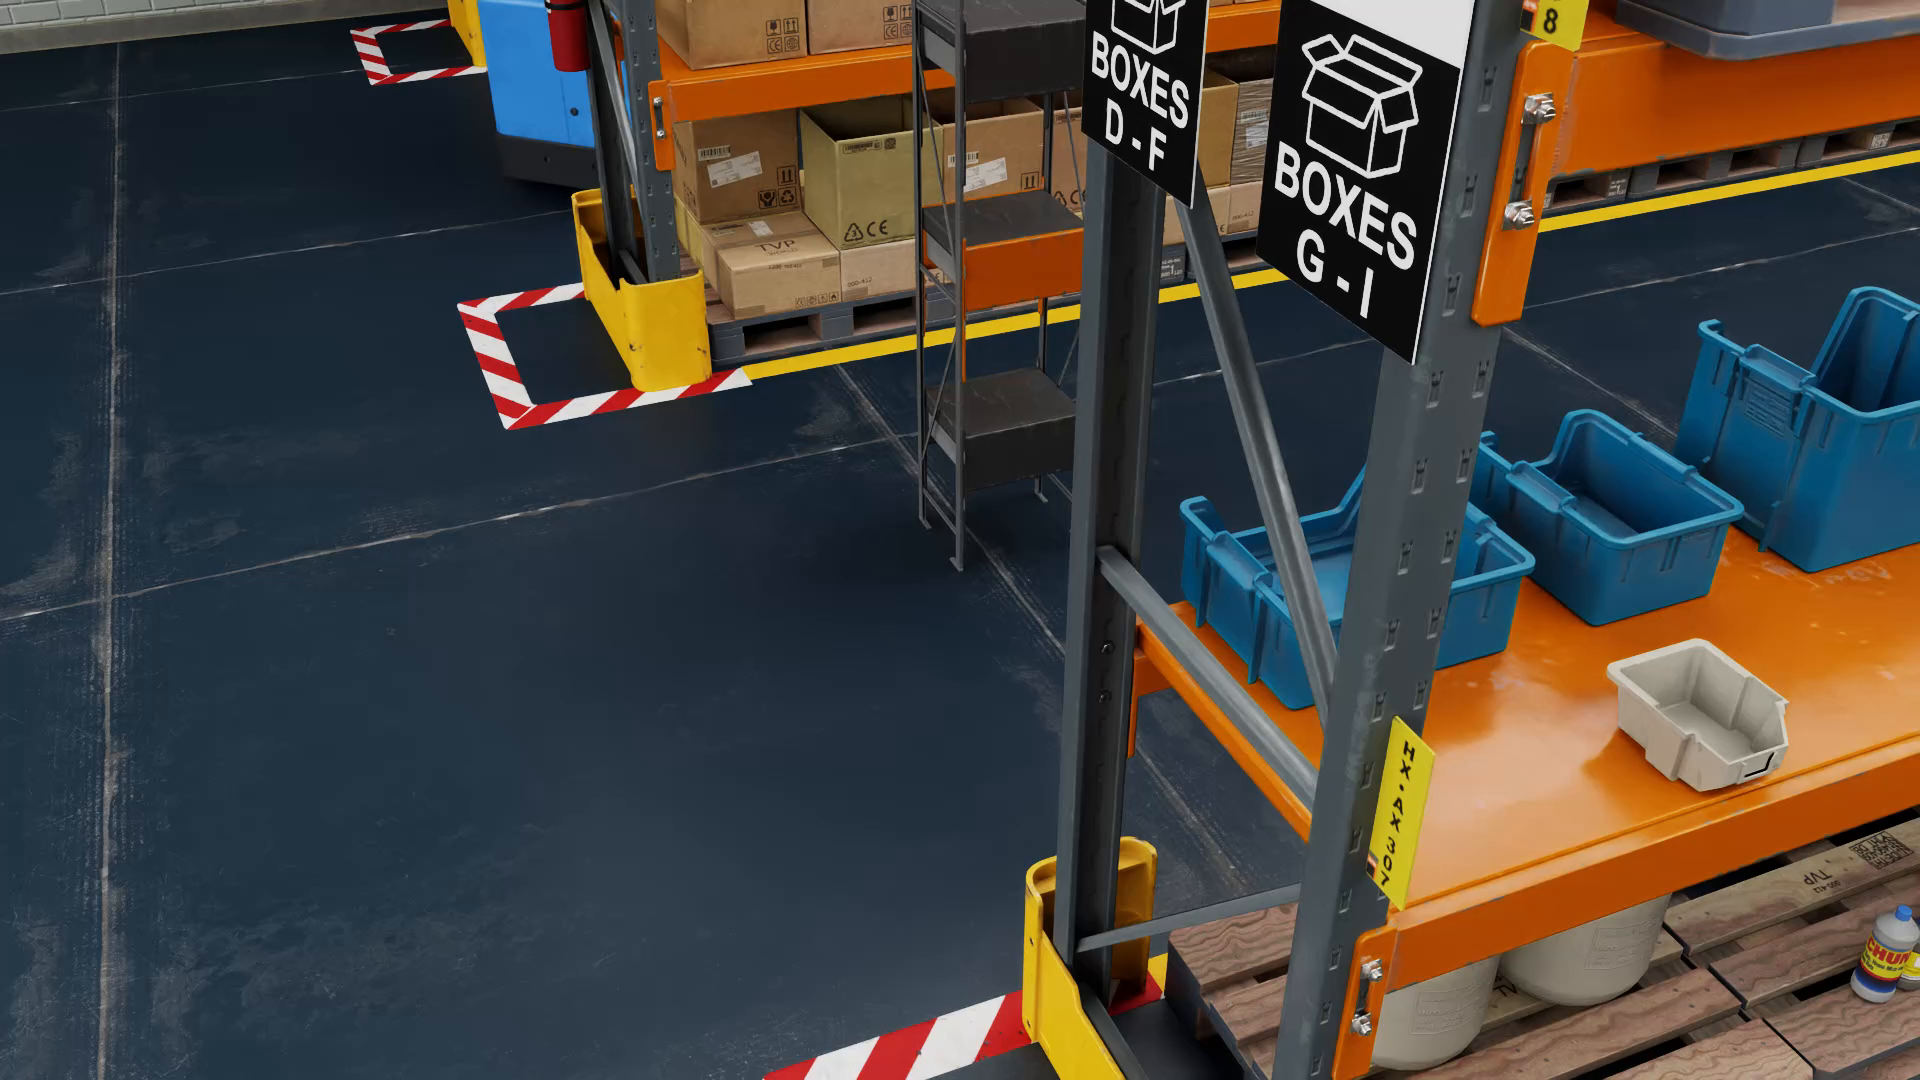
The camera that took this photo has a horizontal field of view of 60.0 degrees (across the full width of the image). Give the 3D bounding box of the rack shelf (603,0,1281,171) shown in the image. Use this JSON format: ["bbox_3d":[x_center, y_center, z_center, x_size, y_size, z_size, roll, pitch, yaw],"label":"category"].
[{"bbox_3d":[0.404,-2.345,7.764,4.000,0.370,1.077,-13,35,-19],"label":"rack shelf"}]

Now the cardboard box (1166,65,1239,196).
[{"bbox_3d":[0.980,-1.992,8.010,0.500,0.500,0.500,-13,35,-19],"label":"cardboard box"}]

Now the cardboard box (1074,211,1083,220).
[{"bbox_3d":[0.524,-1.565,8.041,0.500,0.250,0.500,-13,35,-19],"label":"cardboard box"}]

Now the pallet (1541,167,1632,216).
[{"bbox_3d":[2.912,-2.075,9.246,1.213,0.211,1.003,-13,35,-19],"label":"pallet"}]

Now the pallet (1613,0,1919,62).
[{"bbox_3d":[1.275,-1.037,2.516,1.213,0.211,1.003,-13,35,-19],"label":"pallet"}]

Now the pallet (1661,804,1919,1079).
[{"bbox_3d":[2.400,0.972,4.563,1.213,0.211,1.003,-13,35,-19],"label":"pallet"}]

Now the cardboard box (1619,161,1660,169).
[{"bbox_3d":[3.664,-2.271,9.126,0.500,0.250,0.500,-14,36,-20],"label":"cardboard box"}]

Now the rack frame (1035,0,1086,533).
[{"bbox_3d":[0.378,-0.967,5.810,0.015,2.100,0.400,-13,35,-19],"label":"rack frame"}]

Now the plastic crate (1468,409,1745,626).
[{"bbox_3d":[1.421,-0.061,3.730,0.408,0.251,0.499,-13,35,-19],"label":"plastic crate"}]

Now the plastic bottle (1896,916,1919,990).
[{"bbox_3d":[2.362,1.008,4.113,0.097,0.201,0.097,0,33,0],"label":"plastic bottle"}]

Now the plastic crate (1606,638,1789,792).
[{"bbox_3d":[1.424,0.350,3.203,0.250,0.136,0.298,-13,35,-19],"label":"plastic crate"}]

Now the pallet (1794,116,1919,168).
[{"bbox_3d":[5.162,-2.591,10.038,1.213,0.211,1.003,-13,35,-19],"label":"pallet"}]

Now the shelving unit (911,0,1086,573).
[{"bbox_3d":[0.153,-0.915,5.731,0.503,2.100,0.431,-13,35,-19],"label":"shelving unit"}]

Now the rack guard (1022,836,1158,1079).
[{"bbox_3d":[0.526,1.275,3.832,0.348,0.500,1.175,-13,35,-19],"label":"rack guard"}]

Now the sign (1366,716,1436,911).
[{"bbox_3d":[0.683,0.429,2.587,0.005,0.325,0.100,-13,35,-19],"label":"sign"}]

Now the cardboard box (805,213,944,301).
[{"bbox_3d":[-0.400,-1.357,7.721,0.500,0.250,0.500,-13,35,-19],"label":"cardboard box"}]

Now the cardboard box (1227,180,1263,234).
[{"bbox_3d":[1.440,-1.784,8.378,0.500,0.250,0.500,-13,35,-19],"label":"cardboard box"}]

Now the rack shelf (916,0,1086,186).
[{"bbox_3d":[0.153,-1.490,5.357,0.480,0.518,0.431,-13,35,-19],"label":"rack shelf"}]

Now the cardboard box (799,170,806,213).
[{"bbox_3d":[-0.604,-1.621,8.128,0.500,0.250,0.500,-13,35,-19],"label":"cardboard box"}]

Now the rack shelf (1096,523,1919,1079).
[{"bbox_3d":[2.318,0.146,3.934,4.000,0.370,1.077,-13,35,-19],"label":"rack shelf"}]

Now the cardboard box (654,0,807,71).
[{"bbox_3d":[-1.005,-2.359,7.033,0.500,0.500,0.700,-13,35,-19],"label":"cardboard box"}]

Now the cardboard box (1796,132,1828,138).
[{"bbox_3d":[4.607,-2.488,9.460,0.500,0.250,0.500,-12,35,-18],"label":"cardboard box"}]

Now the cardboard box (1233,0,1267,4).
[{"bbox_3d":[1.358,-2.900,7.864,0.500,0.500,0.700,-13,35,-19],"label":"cardboard box"}]

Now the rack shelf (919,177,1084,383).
[{"bbox_3d":[0.153,-0.904,5.738,0.480,0.518,0.431,-13,35,-19],"label":"rack shelf"}]

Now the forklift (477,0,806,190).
[{"bbox_3d":[-1.545,-3.859,9.493,1.130,2.935,3.031,12,35,18],"label":"forklift"}]

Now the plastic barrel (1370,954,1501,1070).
[{"bbox_3d":[1.051,0.956,3.926,0.421,0.512,0.421,0,33,0],"label":"plastic barrel"}]

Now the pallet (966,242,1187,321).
[{"bbox_3d":[0.372,-1.494,8.352,1.213,0.211,1.003,-13,35,-19],"label":"pallet"}]

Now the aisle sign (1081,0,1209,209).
[{"bbox_3d":[0.293,-0.957,2.586,0.004,0.787,0.394,-13,35,-19],"label":"aisle sign"}]

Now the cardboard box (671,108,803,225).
[{"bbox_3d":[-1.061,-1.825,7.753,0.500,0.500,0.500,-13,35,-19],"label":"cardboard box"}]

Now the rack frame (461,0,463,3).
[{"bbox_3d":[-3.361,-4.715,10.746,0.127,3.000,1.000,-13,35,-19],"label":"rack frame"}]

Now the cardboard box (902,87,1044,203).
[{"bbox_3d":[0.057,-1.782,7.687,0.500,0.500,0.500,-13,35,-19],"label":"cardboard box"}]
